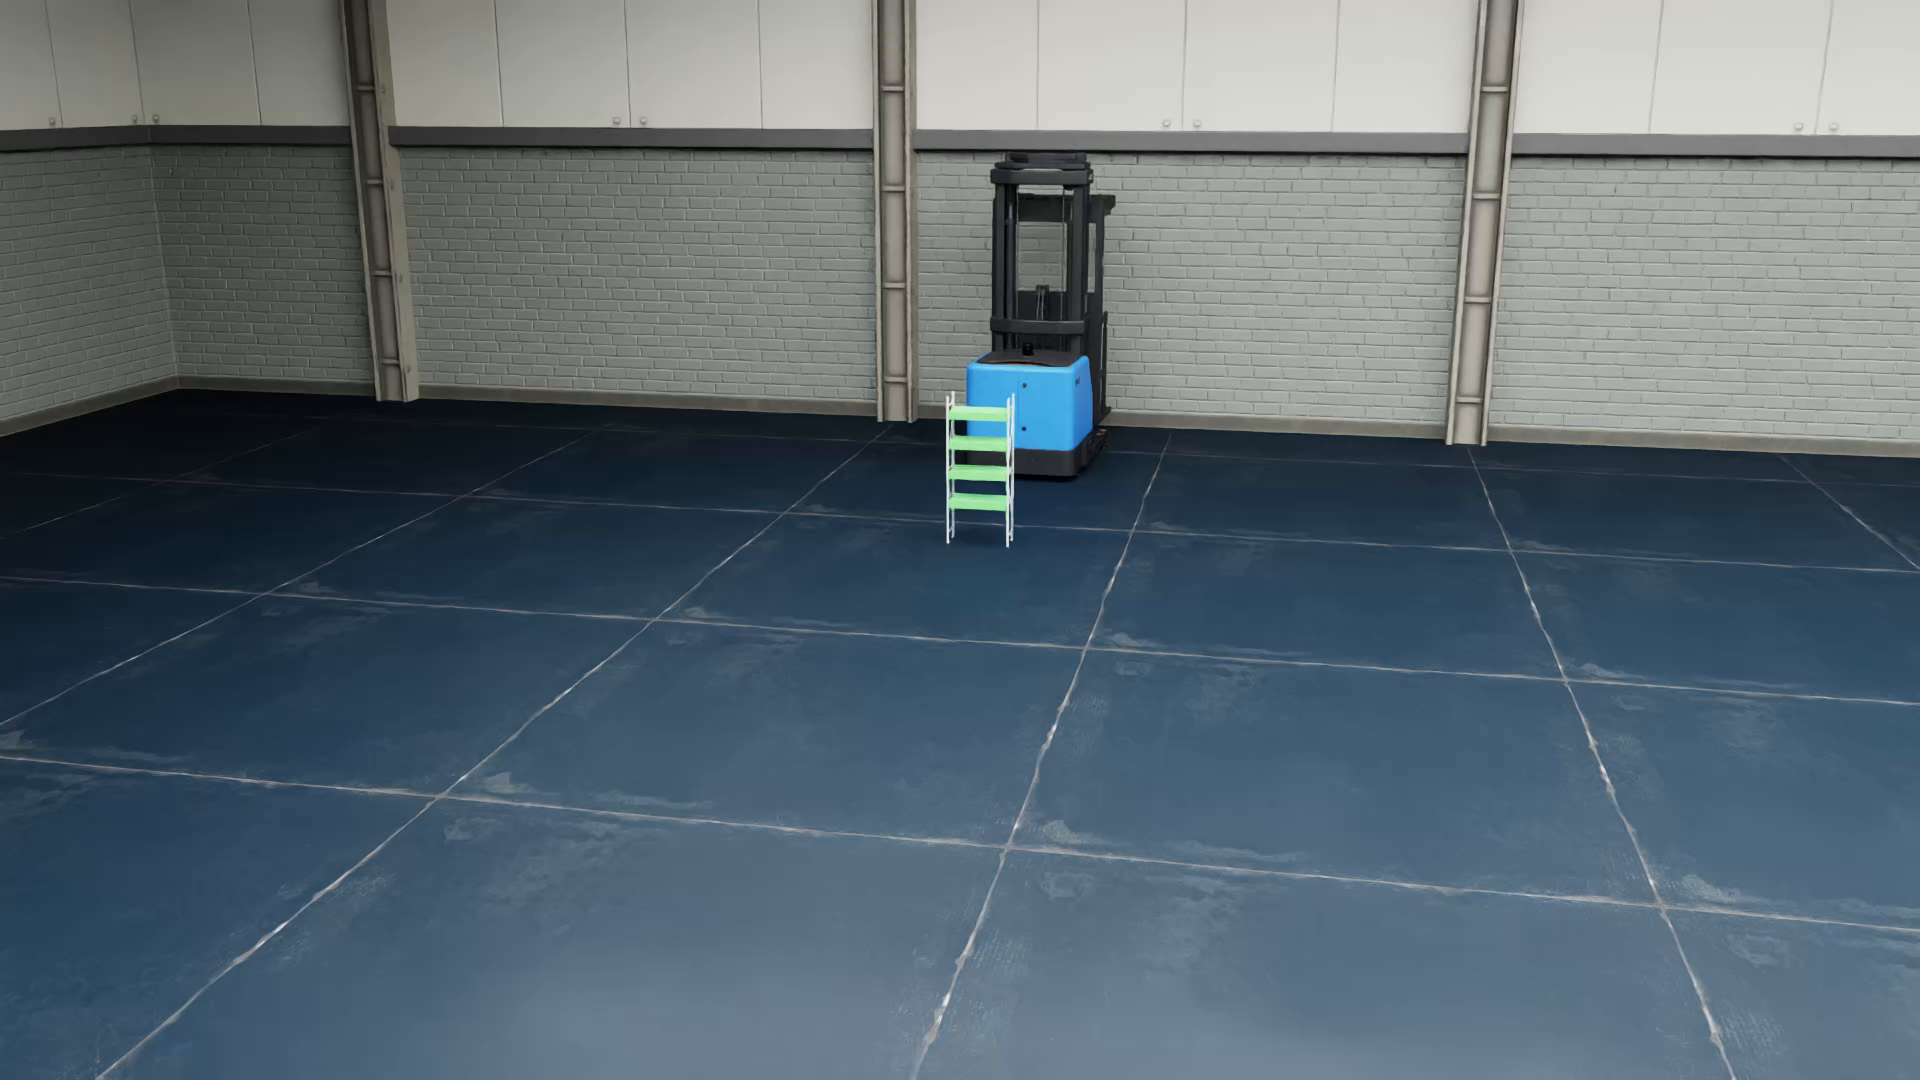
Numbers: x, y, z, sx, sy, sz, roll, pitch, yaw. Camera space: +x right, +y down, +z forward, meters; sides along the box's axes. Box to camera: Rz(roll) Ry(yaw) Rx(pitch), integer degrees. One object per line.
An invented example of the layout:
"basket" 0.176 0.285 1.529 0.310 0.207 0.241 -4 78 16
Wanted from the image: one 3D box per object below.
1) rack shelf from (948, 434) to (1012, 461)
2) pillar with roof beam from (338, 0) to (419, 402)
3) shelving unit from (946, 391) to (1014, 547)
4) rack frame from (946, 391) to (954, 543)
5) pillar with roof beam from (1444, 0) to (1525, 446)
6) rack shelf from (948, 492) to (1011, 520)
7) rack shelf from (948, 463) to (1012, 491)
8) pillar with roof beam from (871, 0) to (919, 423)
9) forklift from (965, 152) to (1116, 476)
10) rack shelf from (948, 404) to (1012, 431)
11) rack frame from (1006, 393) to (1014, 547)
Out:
"rack shelf" 0.162 -0.739 13.253 0.480 0.148 0.258 3 16 11
"pillar with roof beam" -7.418 -4.855 14.163 0.400 9.000 9.100 3 16 11
"shelving unit" 0.162 -0.569 13.300 0.503 1.200 0.258 3 16 11
"rack frame" -0.077 -0.582 13.347 0.015 1.200 0.240 3 16 11
"pillar with roof beam" 4.341 -4.217 11.858 0.400 9.000 9.100 3 16 11
"rack shelf" 0.162 -0.277 13.381 0.480 0.148 0.258 3 16 11
"rack shelf" 0.162 -0.508 13.317 0.480 0.148 0.258 3 16 11
"pillar with roof beam" -1.539 -4.536 13.010 0.400 9.000 9.100 3 16 11
"forklift" 0.913 -2.351 16.487 1.130 2.935 3.031 4 16 14
"rack shelf" 0.162 -0.970 13.189 0.480 0.148 0.258 3 16 11
"rack frame" 0.401 -0.556 13.253 0.015 1.200 0.240 3 16 11
